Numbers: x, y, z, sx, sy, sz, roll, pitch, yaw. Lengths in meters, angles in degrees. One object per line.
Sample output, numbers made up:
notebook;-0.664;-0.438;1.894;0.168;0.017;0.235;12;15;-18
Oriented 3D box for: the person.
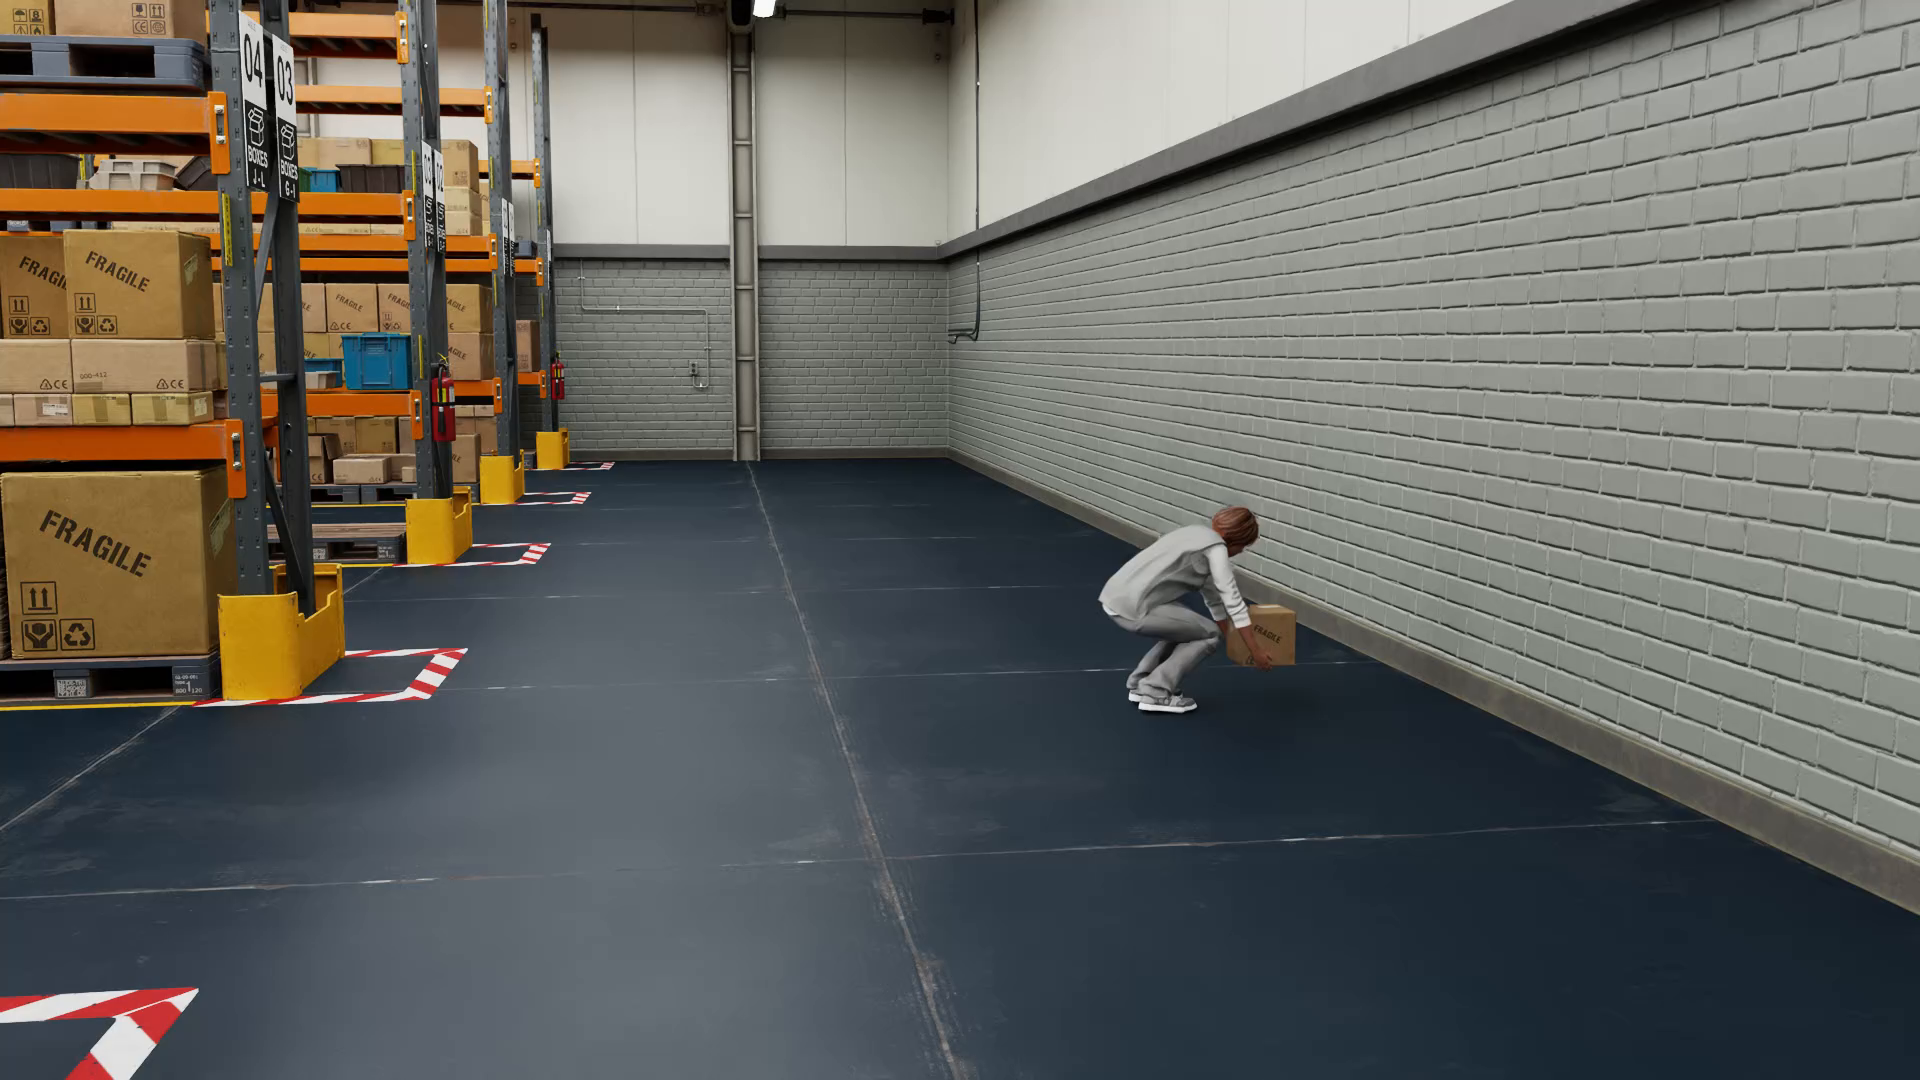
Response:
person;1.033;0.237;7.725;0.801;0.754;0.428;-1;7;-9
